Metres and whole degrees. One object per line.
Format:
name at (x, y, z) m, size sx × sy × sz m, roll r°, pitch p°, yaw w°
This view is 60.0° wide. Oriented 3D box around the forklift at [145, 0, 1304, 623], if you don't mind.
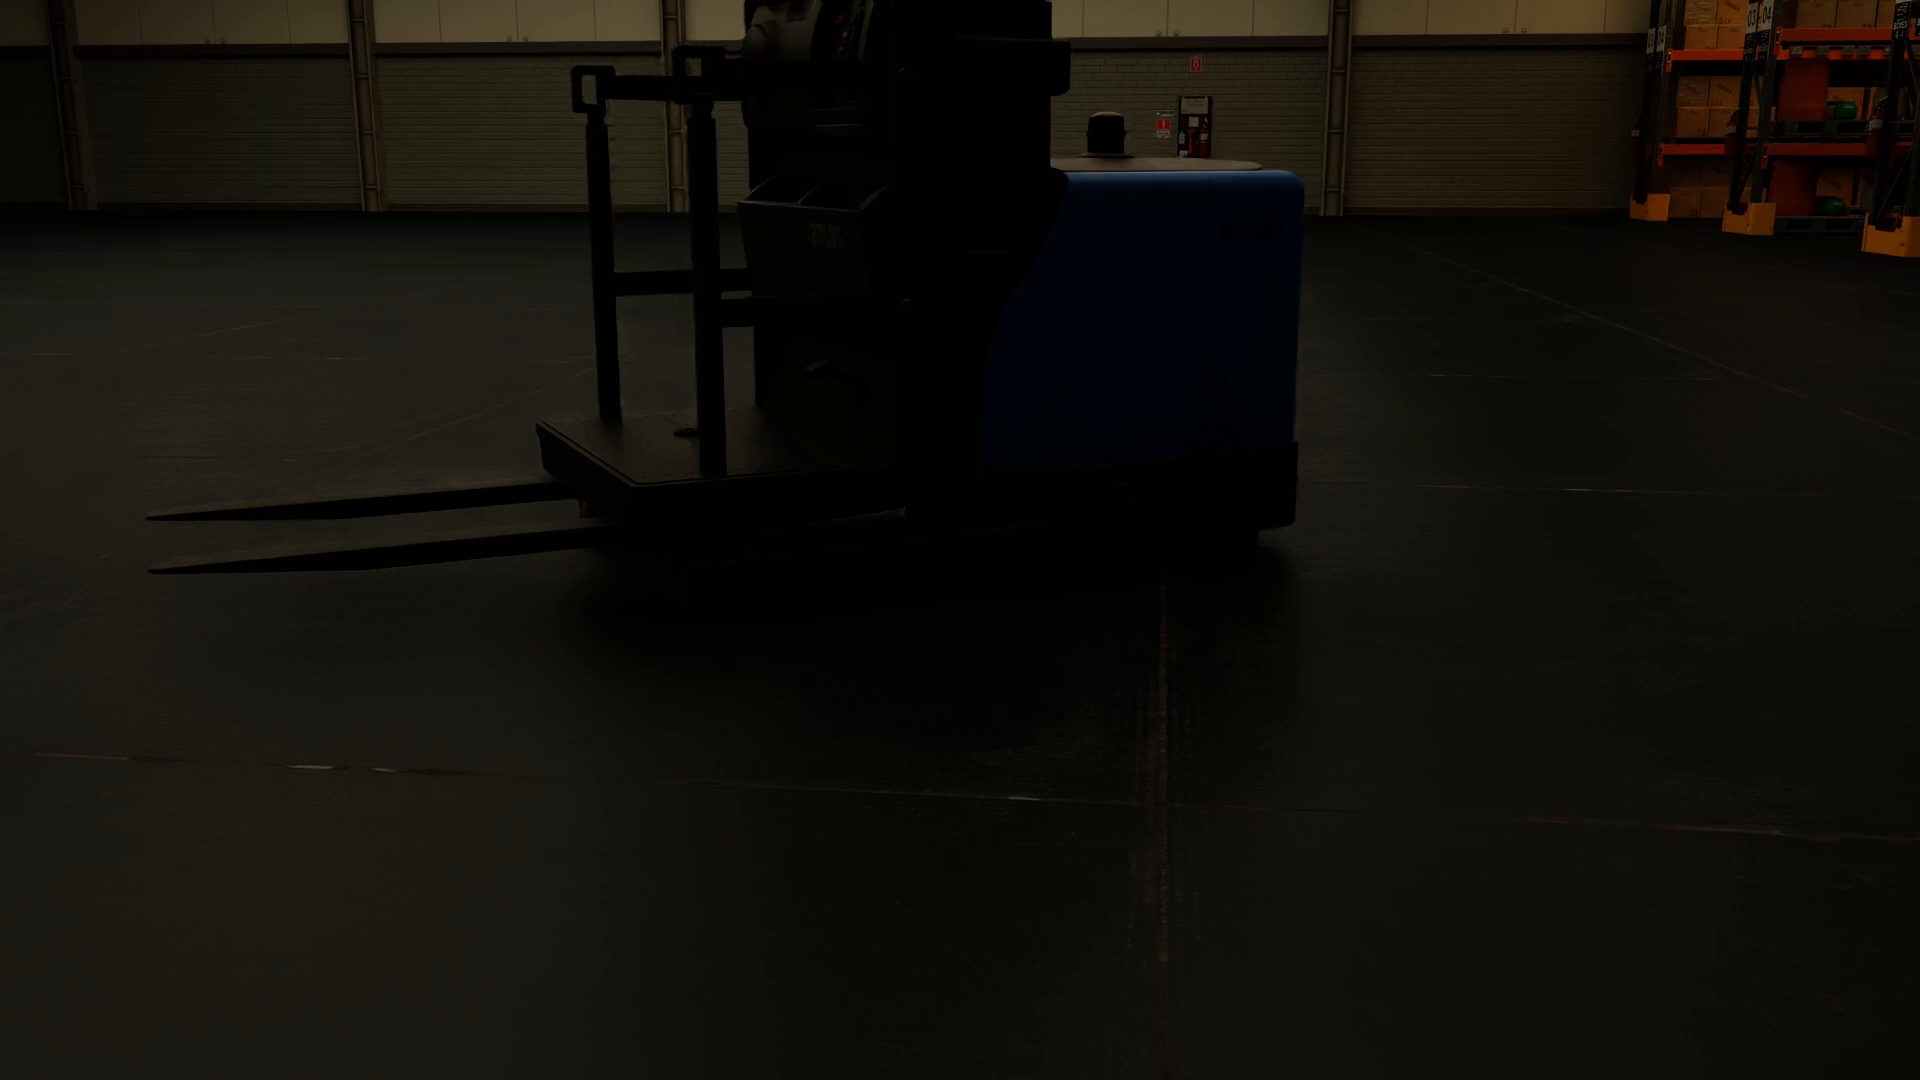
forklift at (-0.577, -1.360, 4.327) m, size 3.031 × 2.935 × 1.130 m, roll -6°, pitch 15°, yaw -25°
